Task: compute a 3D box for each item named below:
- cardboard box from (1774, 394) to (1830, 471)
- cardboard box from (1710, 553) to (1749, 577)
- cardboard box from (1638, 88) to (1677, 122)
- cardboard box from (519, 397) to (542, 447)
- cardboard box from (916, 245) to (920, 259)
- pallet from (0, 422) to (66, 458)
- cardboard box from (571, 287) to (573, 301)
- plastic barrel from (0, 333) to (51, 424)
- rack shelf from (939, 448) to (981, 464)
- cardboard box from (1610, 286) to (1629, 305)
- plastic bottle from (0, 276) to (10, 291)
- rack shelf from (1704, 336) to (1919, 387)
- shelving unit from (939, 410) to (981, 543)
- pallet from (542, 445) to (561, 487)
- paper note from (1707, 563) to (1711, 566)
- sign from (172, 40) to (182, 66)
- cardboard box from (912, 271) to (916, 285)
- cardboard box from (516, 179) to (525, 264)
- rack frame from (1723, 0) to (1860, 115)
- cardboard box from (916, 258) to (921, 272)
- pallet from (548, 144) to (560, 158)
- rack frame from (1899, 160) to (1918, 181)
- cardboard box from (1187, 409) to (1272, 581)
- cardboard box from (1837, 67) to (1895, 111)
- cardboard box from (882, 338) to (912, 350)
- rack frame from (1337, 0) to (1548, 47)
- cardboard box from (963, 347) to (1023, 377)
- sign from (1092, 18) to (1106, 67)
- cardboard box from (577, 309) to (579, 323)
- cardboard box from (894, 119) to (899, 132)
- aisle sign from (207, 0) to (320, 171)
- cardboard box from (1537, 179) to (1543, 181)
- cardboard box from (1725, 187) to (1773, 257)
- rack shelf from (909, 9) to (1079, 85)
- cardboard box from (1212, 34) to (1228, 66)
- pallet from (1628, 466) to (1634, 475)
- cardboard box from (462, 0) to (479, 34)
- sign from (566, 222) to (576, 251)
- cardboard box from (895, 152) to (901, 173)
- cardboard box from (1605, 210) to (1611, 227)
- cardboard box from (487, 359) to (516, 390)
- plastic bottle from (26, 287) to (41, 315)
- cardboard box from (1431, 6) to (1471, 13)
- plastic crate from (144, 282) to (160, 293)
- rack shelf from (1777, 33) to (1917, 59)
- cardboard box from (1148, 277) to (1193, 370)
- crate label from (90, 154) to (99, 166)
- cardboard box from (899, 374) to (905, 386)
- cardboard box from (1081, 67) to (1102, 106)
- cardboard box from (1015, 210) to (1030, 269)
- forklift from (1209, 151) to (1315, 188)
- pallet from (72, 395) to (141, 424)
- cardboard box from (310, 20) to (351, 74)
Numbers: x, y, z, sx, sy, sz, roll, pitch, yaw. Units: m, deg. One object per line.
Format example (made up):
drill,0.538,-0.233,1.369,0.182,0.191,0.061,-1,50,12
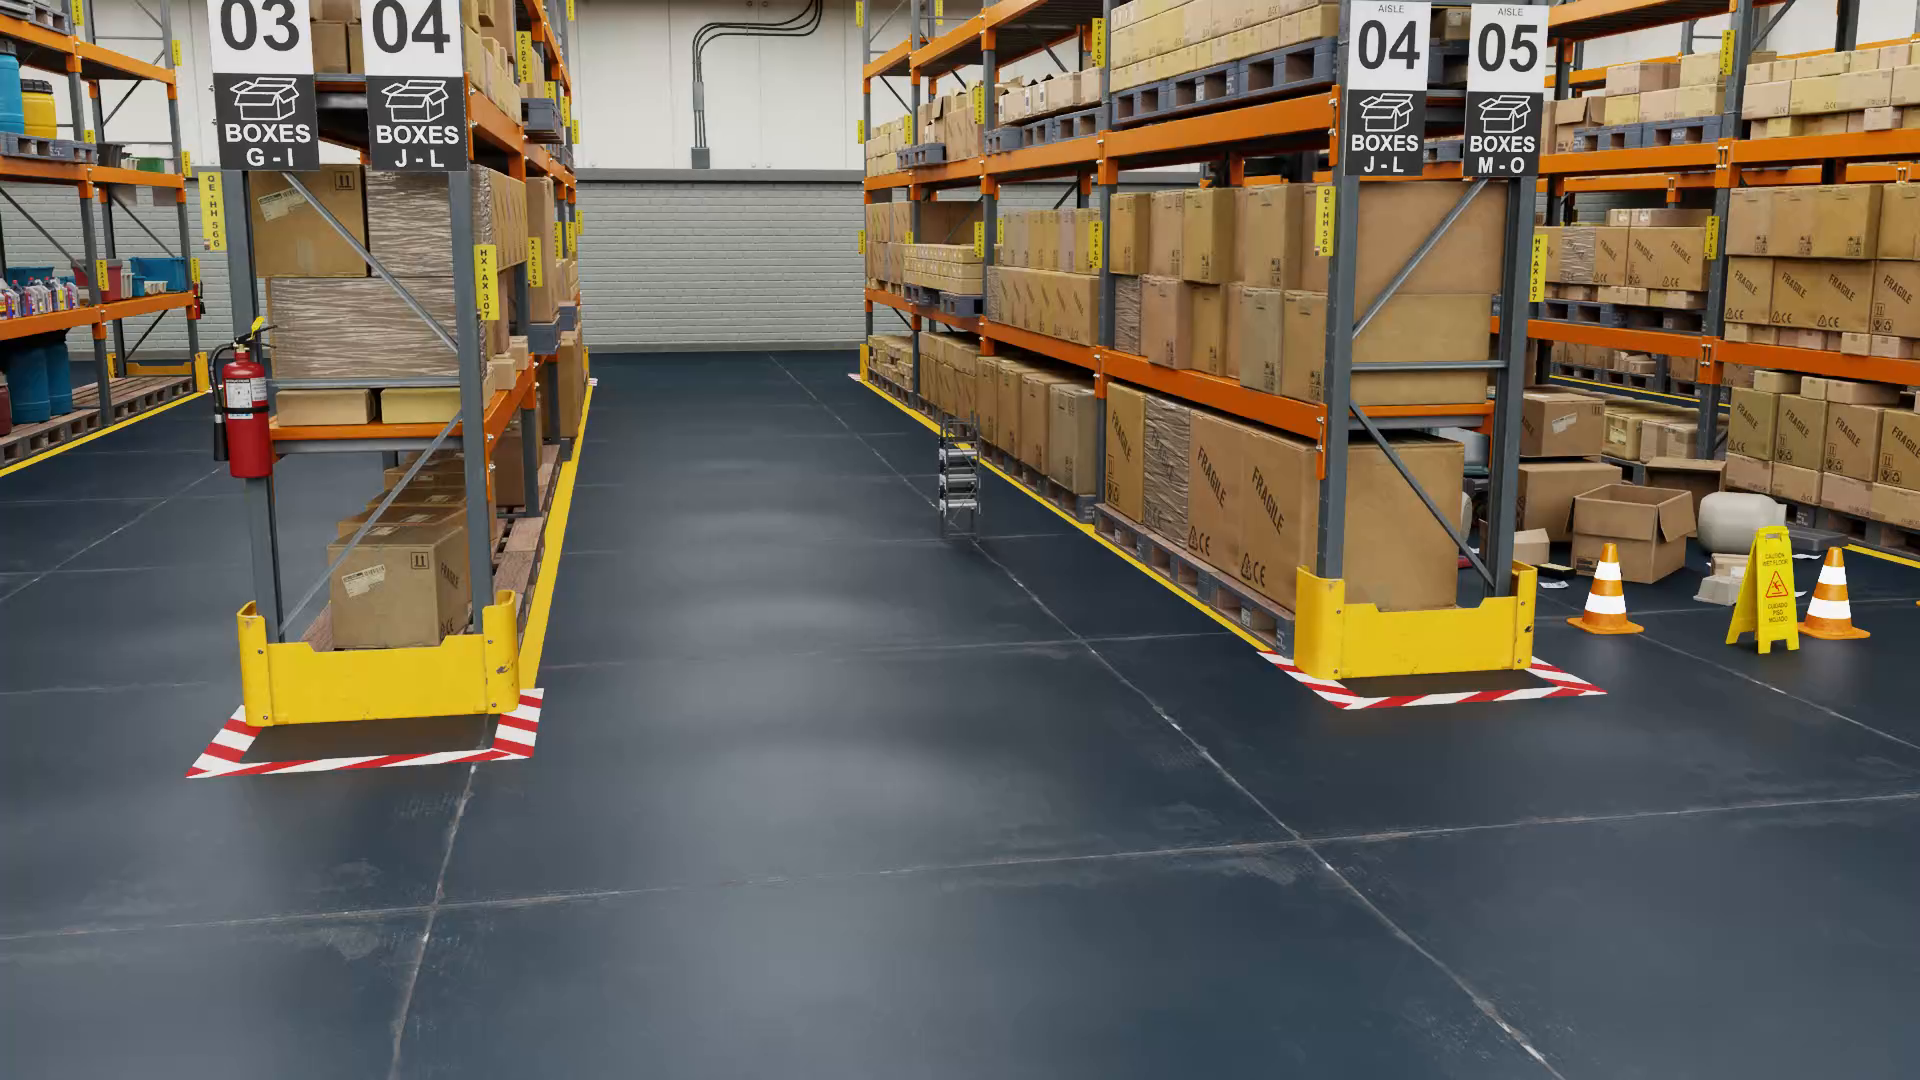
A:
cardboard box,6.296,-0.787,12.033,0.500,0.500,0.500,-2,11,-9
cardboard box,4.872,0.189,10.307,0.380,0.149,0.250,4,11,18
cardboard box,5.981,-3.580,13.737,0.500,0.250,0.500,-2,11,-10
cardboard box,-3.898,-0.917,13.999,0.700,0.500,0.500,-3,11,-16
cardboard box,-0.282,-3.190,18.390,0.380,0.149,0.250,-2,11,-12
pallet,-9.455,-0.968,16.219,1.003,0.211,1.213,-2,11,-11
cardboard box,-4.729,-2.877,19.459,0.380,0.149,0.250,-2,11,-13
plastic barrel,-9.578,-1.651,16.835,0.600,0.901,0.708,-2,11,-11
rack shelf,-0.002,-0.588,11.593,0.258,0.077,0.200,-2,11,-11
cardboard box,5.787,-2.087,14.190,0.380,0.149,0.250,-2,11,-11
plastic bottle,-10.046,-2.597,17.452,0.144,0.351,0.185,-2,11,-11
rack shelf,6.719,-1.058,11.159,1.077,0.370,4.000,-2,11,-11
shelving unit,-0.002,-0.444,11.620,0.258,0.900,0.210,-2,11,-11
pallet,-4.018,-0.639,14.487,1.003,0.211,1.213,-2,11,-11
paper note,4.954,0.157,10.821,0.148,0.019,0.142,2,11,9
sign,-10.046,-6.251,21.332,0.100,0.325,0.005,-2,11,-11
cardboard box,-0.332,-2.945,18.694,0.380,0.149,0.250,-2,11,-11
cardboard box,-2.934,-1.940,10.132,0.500,0.500,0.500,-2,11,-11
rack frame,6.330,-4.726,12.458,1.000,3.000,0.127,-2,11,-11
cardboard box,-0.282,-3.045,18.425,0.380,0.149,0.250,-3,11,-13
pallet,-4.346,-3.649,15.327,1.213,0.211,1.003,-2,11,-8
rack frame,10.421,-2.693,17.825,1.000,3.000,0.127,-2,11,-11
cardboard box,1.903,-0.292,9.769,0.875,0.875,0.875,-2,11,-12
cardboard box,6.342,-3.047,11.268,0.500,0.250,0.500,-2,11,-10
cardboard box,-0.846,-2.631,22.408,0.380,0.149,0.250,-3,11,-14
rack frame,2.273,-3.794,7.560,1.000,3.000,0.127,-2,11,-11
cardboard box,0.326,-1.776,16.563,0.500,0.250,0.500,-2,11,-12
sign,0.964,-3.441,11.504,0.100,0.325,0.005,-2,11,-11
cardboard box,-5.344,-2.500,21.370,0.875,0.875,0.875,-2,11,-11
cardboard box,-0.601,-5.127,20.586,0.380,0.149,0.250,-3,11,-13
aisle sign,-2.895,-1.939,6.911,0.394,0.787,0.004,-2,11,-11
cardboard box,8.775,-5.397,24.678,0.380,0.149,0.250,-2,11,-10
cardboard box,6.203,-2.376,12.423,0.700,0.500,0.500,-2,11,-12
rack shelf,0.328,-5.078,17.301,1.077,0.370,4.000,-2,11,-11
cardboard box,1.629,-2.734,9.296,0.380,0.149,0.250,-2,11,-11
pallet,5.937,-0.776,15.208,1.003,0.211,1.213,-2,11,-11
cardboard box,-2.395,-2.390,7.545,0.380,0.149,0.250,-2,11,-10
sign,-4.416,-3.437,18.846,0.100,0.325,0.005,-2,11,-11
cardboard box,-0.507,-4.619,20.323,0.500,0.250,0.500,-2,11,-11
cardboard box,6.147,-2.943,15.214,0.380,0.149,0.250,-3,11,-14
cardboard box,-2.631,-0.901,9.079,0.380,0.149,0.250,-2,11,-11
plastic bottle,-9.171,-2.357,16.390,0.152,0.276,0.135,-2,11,-11
cardboard box,2.430,-2.746,8.292,0.500,0.250,0.500,-2,11,-11
plastic crate,-10.204,-3.142,20.728,0.396,0.136,0.243,-2,11,-11
rack shelf,10.032,-5.457,19.296,1.077,0.370,4.000,-2,11,-11
cardboard box,1.697,-1.383,10.540,0.875,0.550,0.550,-2,11,-11
crate label,-9.616,-4.150,18.159,0.293,0.136,0.466,-2,11,-11
cardboard box,-0.555,-2.009,20.733,0.380,0.149,0.250,-2,11,-13
cardboard box,1.200,-3.359,12.311,0.500,0.250,0.500,-2,11,-10
cardboard box,0.894,-2.679,14.806,0.700,0.500,0.500,-2,11,-12
forklift,2.954,-2.160,15.207,1.130,2.935,3.031,-3,11,-13
pallet,-9.986,-1.469,18.850,1.003,0.211,1.213,-2,11,-11
cardboard box,-2.955,-2.164,7.421,0.500,0.250,0.500,-2,11,-10
